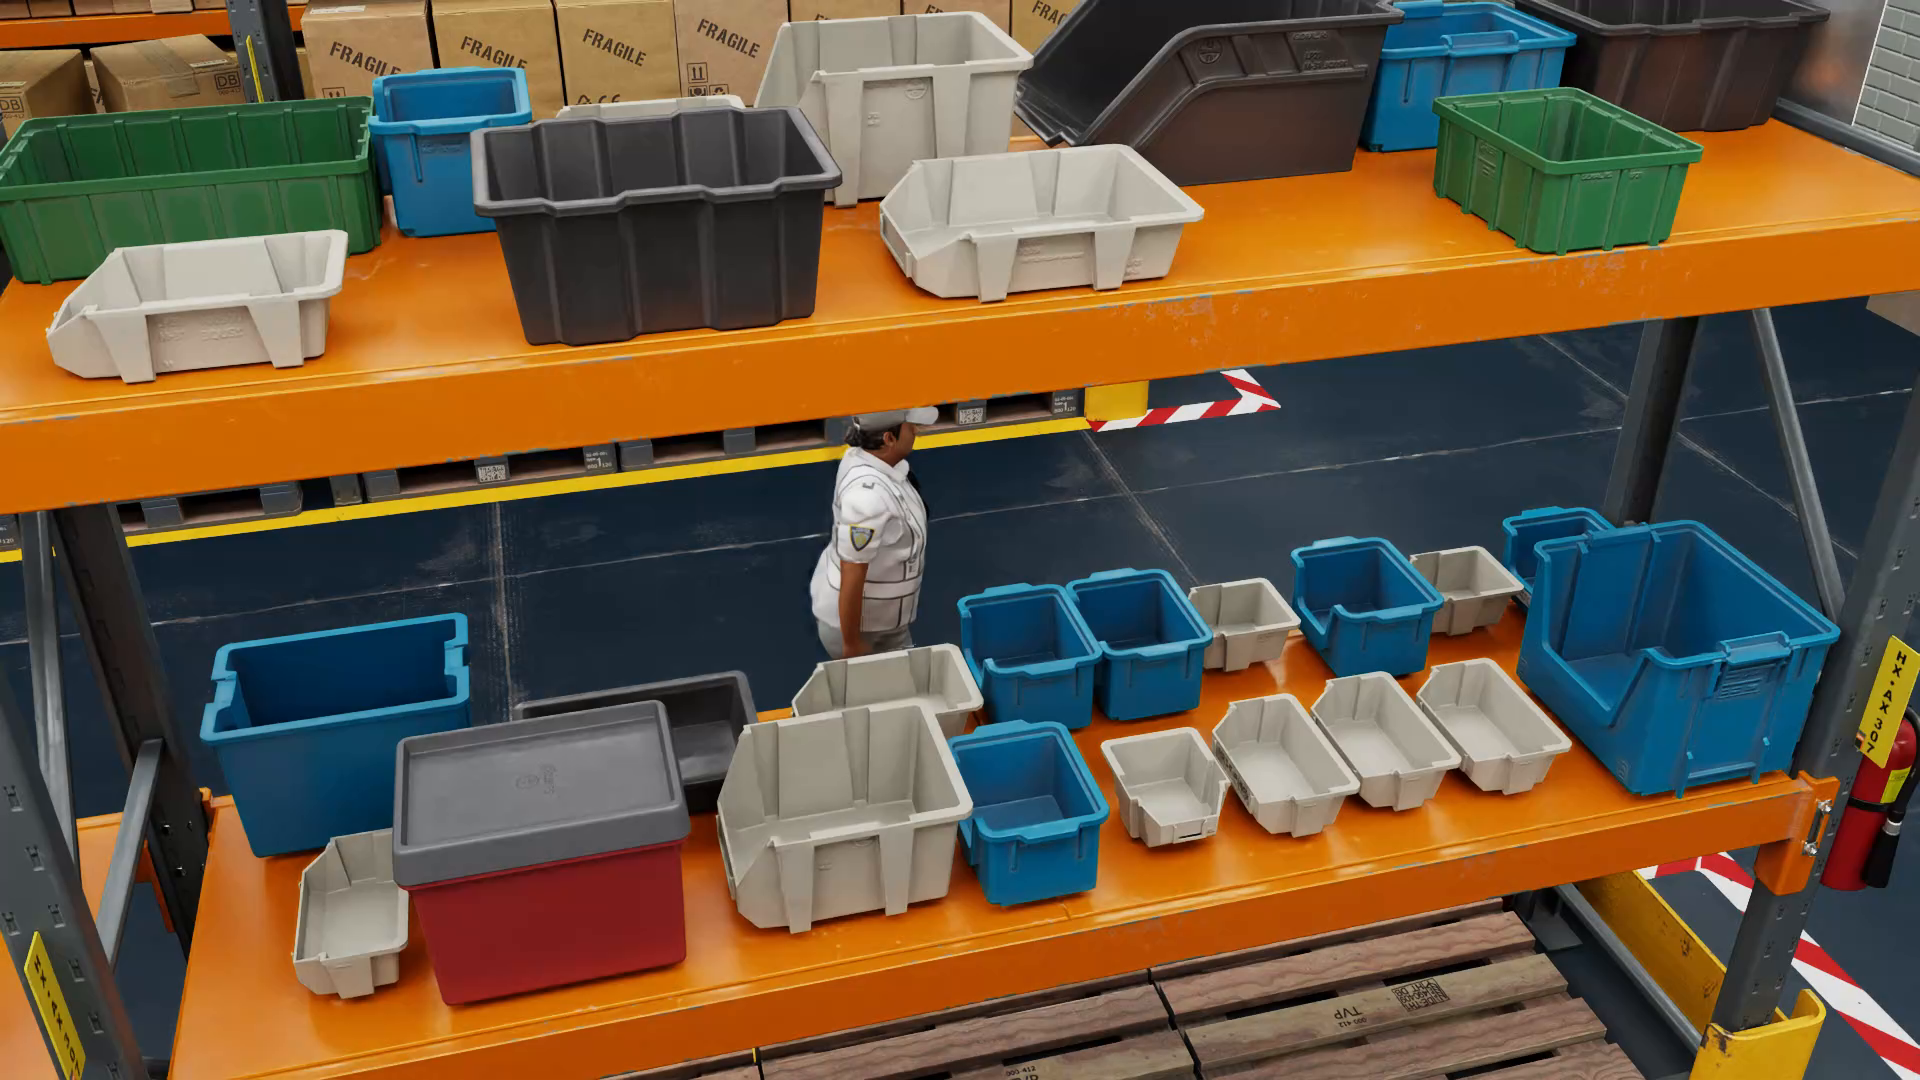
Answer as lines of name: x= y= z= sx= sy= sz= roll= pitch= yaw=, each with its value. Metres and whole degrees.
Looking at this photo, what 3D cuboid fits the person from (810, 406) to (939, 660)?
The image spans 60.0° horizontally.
person: x=-0.342 y=0.255 z=5.686 sx=0.556 sy=1.655 sz=0.555 roll=-2 pitch=30 yaw=-3
